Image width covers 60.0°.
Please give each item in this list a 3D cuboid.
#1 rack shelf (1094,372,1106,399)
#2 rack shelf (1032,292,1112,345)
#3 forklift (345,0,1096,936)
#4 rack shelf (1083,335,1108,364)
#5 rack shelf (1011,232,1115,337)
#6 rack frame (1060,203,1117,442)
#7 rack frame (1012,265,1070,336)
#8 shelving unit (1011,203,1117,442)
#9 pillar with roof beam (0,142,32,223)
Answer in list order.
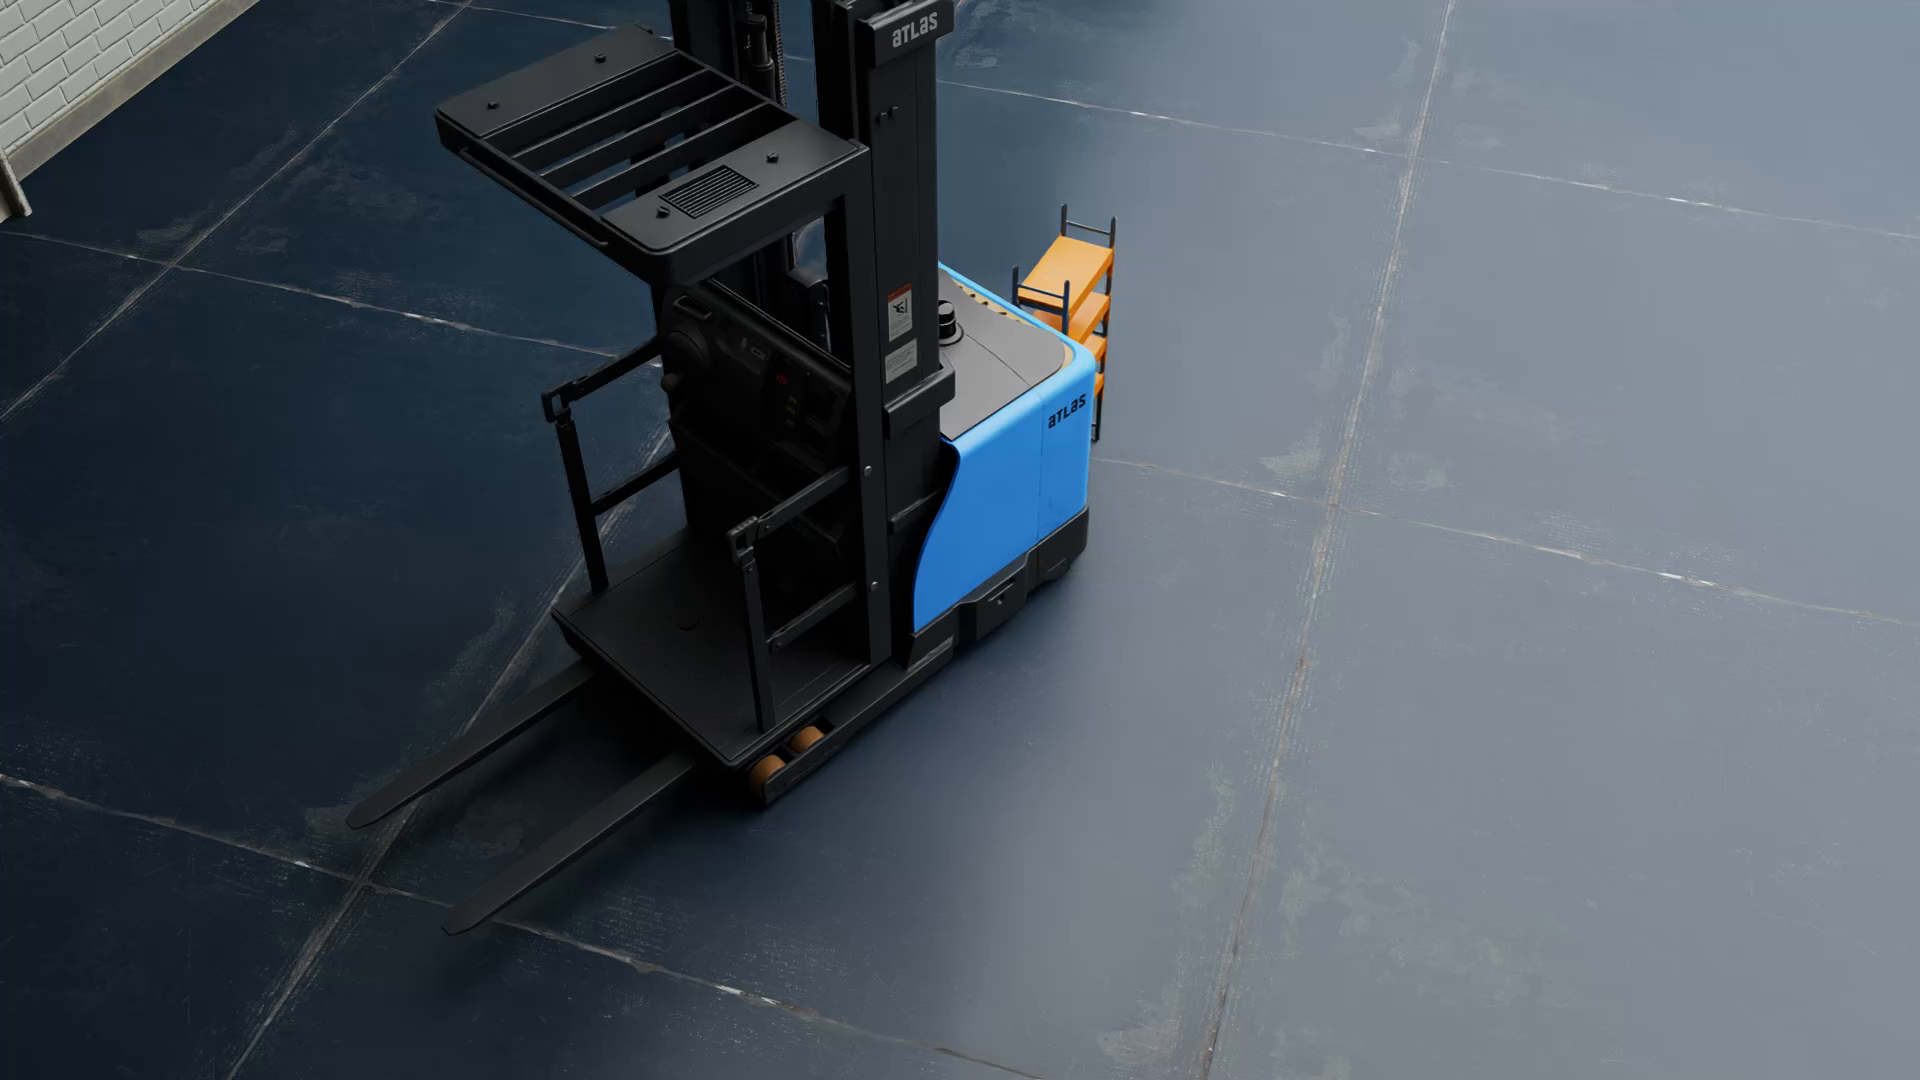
[{"bbox_3d":[0.424,-0.574,7.257,0.258,0.148,0.480,19,47,18],"label":"rack shelf"},{"bbox_3d":[0.424,-0.875,6.962,0.258,0.148,0.480,19,47,18],"label":"rack shelf"},{"bbox_3d":[-0.857,-0.496,5.560,1.130,2.935,3.031,35,54,30],"label":"forklift"},{"bbox_3d":[0.424,-0.716,7.119,0.258,0.148,0.480,19,47,18],"label":"rack shelf"},{"bbox_3d":[0.424,-1.045,6.797,0.258,0.148,0.480,19,47,18],"label":"rack shelf"},{"bbox_3d":[0.529,-0.918,7.229,0.240,1.200,0.015,19,47,18],"label":"rack frame"},{"bbox_3d":[0.318,-0.610,6.914,0.240,1.200,0.015,19,47,18],"label":"rack frame"},{"bbox_3d":[0.424,-0.764,7.072,0.258,1.200,0.503,19,47,18],"label":"shelving unit"},{"bbox_3d":[-1.097,-3.976,4.778,9.100,9.000,0.400,13,46,13],"label":"pillar with roof beam"}]
